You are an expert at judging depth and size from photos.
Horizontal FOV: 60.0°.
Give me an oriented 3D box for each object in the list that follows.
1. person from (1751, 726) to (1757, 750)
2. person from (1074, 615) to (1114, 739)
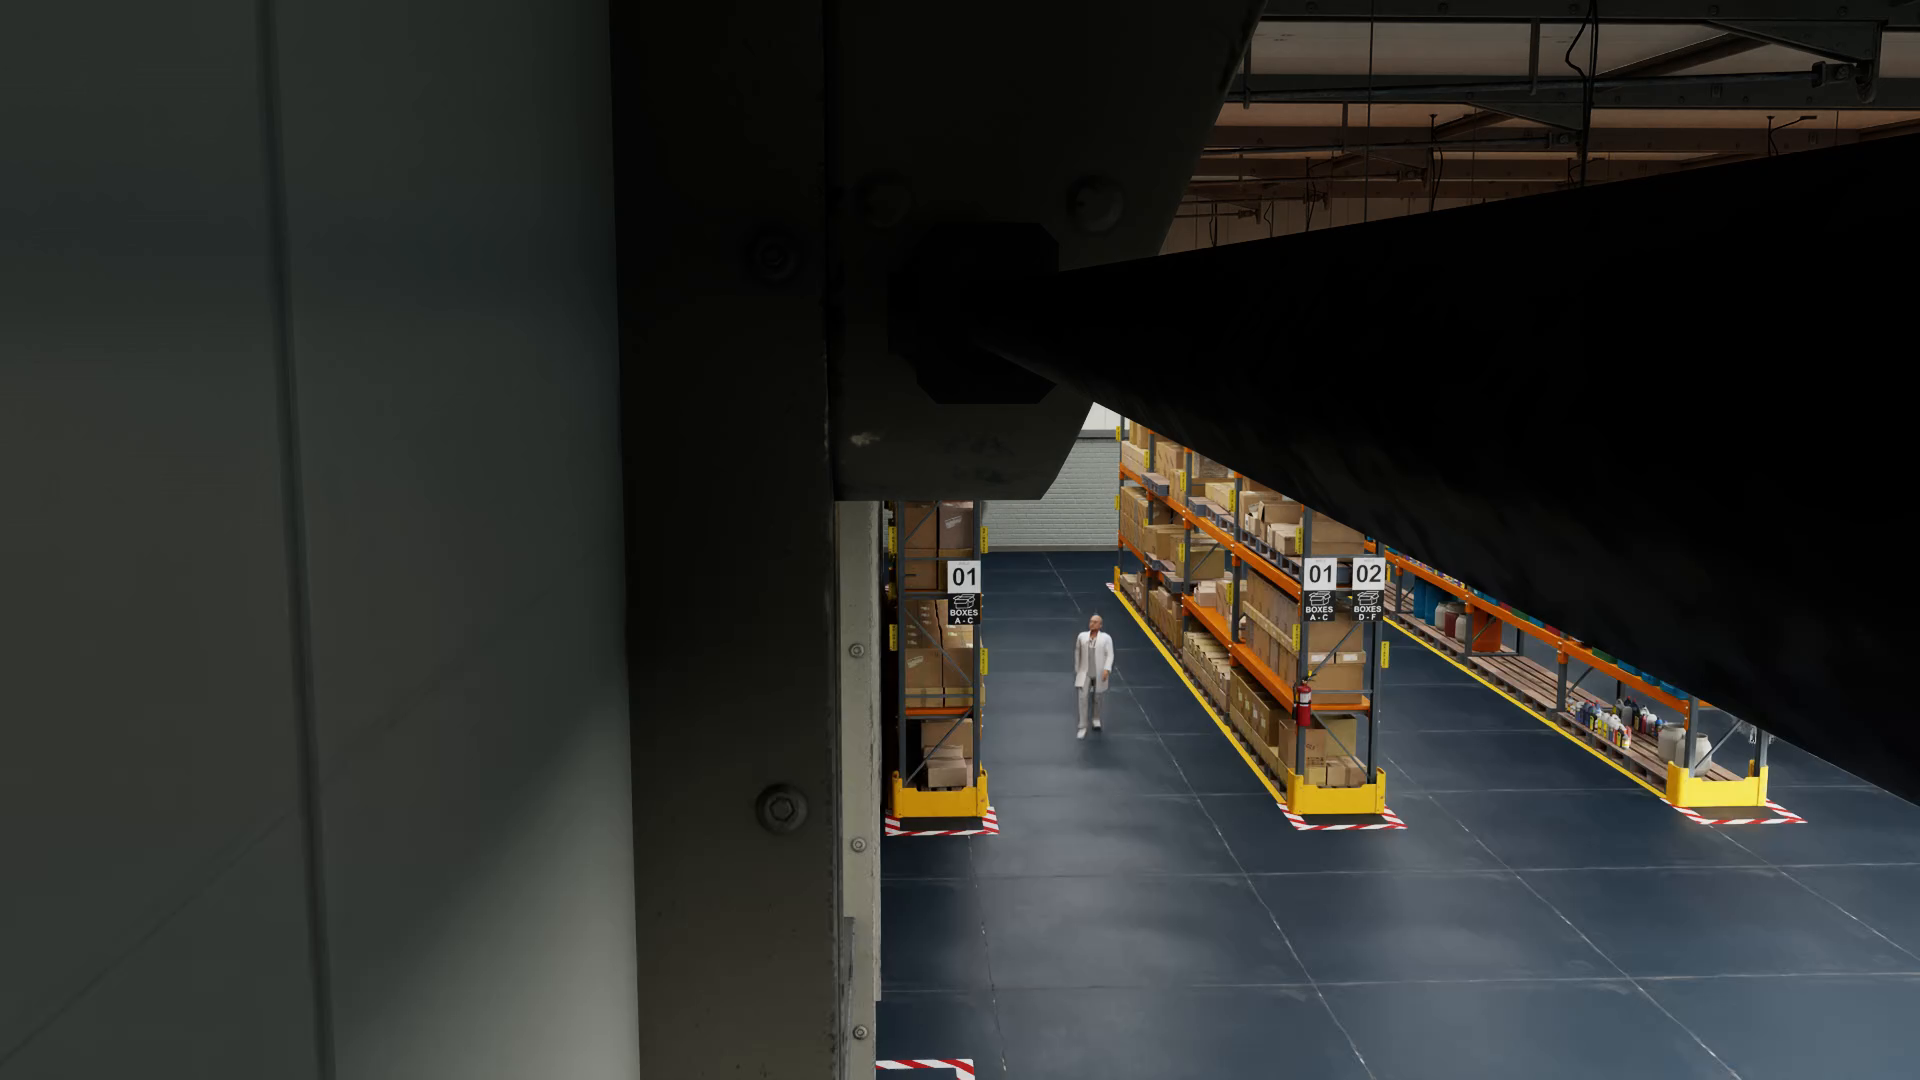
[{"bbox_3d":[11.426,2.100,23.809,0.711,1.690,0.503,-8,11,-43],"label":"person"},{"bbox_3d":[1.957,1.965,24.296,0.580,1.719,1.077,1,8,7],"label":"person"}]
